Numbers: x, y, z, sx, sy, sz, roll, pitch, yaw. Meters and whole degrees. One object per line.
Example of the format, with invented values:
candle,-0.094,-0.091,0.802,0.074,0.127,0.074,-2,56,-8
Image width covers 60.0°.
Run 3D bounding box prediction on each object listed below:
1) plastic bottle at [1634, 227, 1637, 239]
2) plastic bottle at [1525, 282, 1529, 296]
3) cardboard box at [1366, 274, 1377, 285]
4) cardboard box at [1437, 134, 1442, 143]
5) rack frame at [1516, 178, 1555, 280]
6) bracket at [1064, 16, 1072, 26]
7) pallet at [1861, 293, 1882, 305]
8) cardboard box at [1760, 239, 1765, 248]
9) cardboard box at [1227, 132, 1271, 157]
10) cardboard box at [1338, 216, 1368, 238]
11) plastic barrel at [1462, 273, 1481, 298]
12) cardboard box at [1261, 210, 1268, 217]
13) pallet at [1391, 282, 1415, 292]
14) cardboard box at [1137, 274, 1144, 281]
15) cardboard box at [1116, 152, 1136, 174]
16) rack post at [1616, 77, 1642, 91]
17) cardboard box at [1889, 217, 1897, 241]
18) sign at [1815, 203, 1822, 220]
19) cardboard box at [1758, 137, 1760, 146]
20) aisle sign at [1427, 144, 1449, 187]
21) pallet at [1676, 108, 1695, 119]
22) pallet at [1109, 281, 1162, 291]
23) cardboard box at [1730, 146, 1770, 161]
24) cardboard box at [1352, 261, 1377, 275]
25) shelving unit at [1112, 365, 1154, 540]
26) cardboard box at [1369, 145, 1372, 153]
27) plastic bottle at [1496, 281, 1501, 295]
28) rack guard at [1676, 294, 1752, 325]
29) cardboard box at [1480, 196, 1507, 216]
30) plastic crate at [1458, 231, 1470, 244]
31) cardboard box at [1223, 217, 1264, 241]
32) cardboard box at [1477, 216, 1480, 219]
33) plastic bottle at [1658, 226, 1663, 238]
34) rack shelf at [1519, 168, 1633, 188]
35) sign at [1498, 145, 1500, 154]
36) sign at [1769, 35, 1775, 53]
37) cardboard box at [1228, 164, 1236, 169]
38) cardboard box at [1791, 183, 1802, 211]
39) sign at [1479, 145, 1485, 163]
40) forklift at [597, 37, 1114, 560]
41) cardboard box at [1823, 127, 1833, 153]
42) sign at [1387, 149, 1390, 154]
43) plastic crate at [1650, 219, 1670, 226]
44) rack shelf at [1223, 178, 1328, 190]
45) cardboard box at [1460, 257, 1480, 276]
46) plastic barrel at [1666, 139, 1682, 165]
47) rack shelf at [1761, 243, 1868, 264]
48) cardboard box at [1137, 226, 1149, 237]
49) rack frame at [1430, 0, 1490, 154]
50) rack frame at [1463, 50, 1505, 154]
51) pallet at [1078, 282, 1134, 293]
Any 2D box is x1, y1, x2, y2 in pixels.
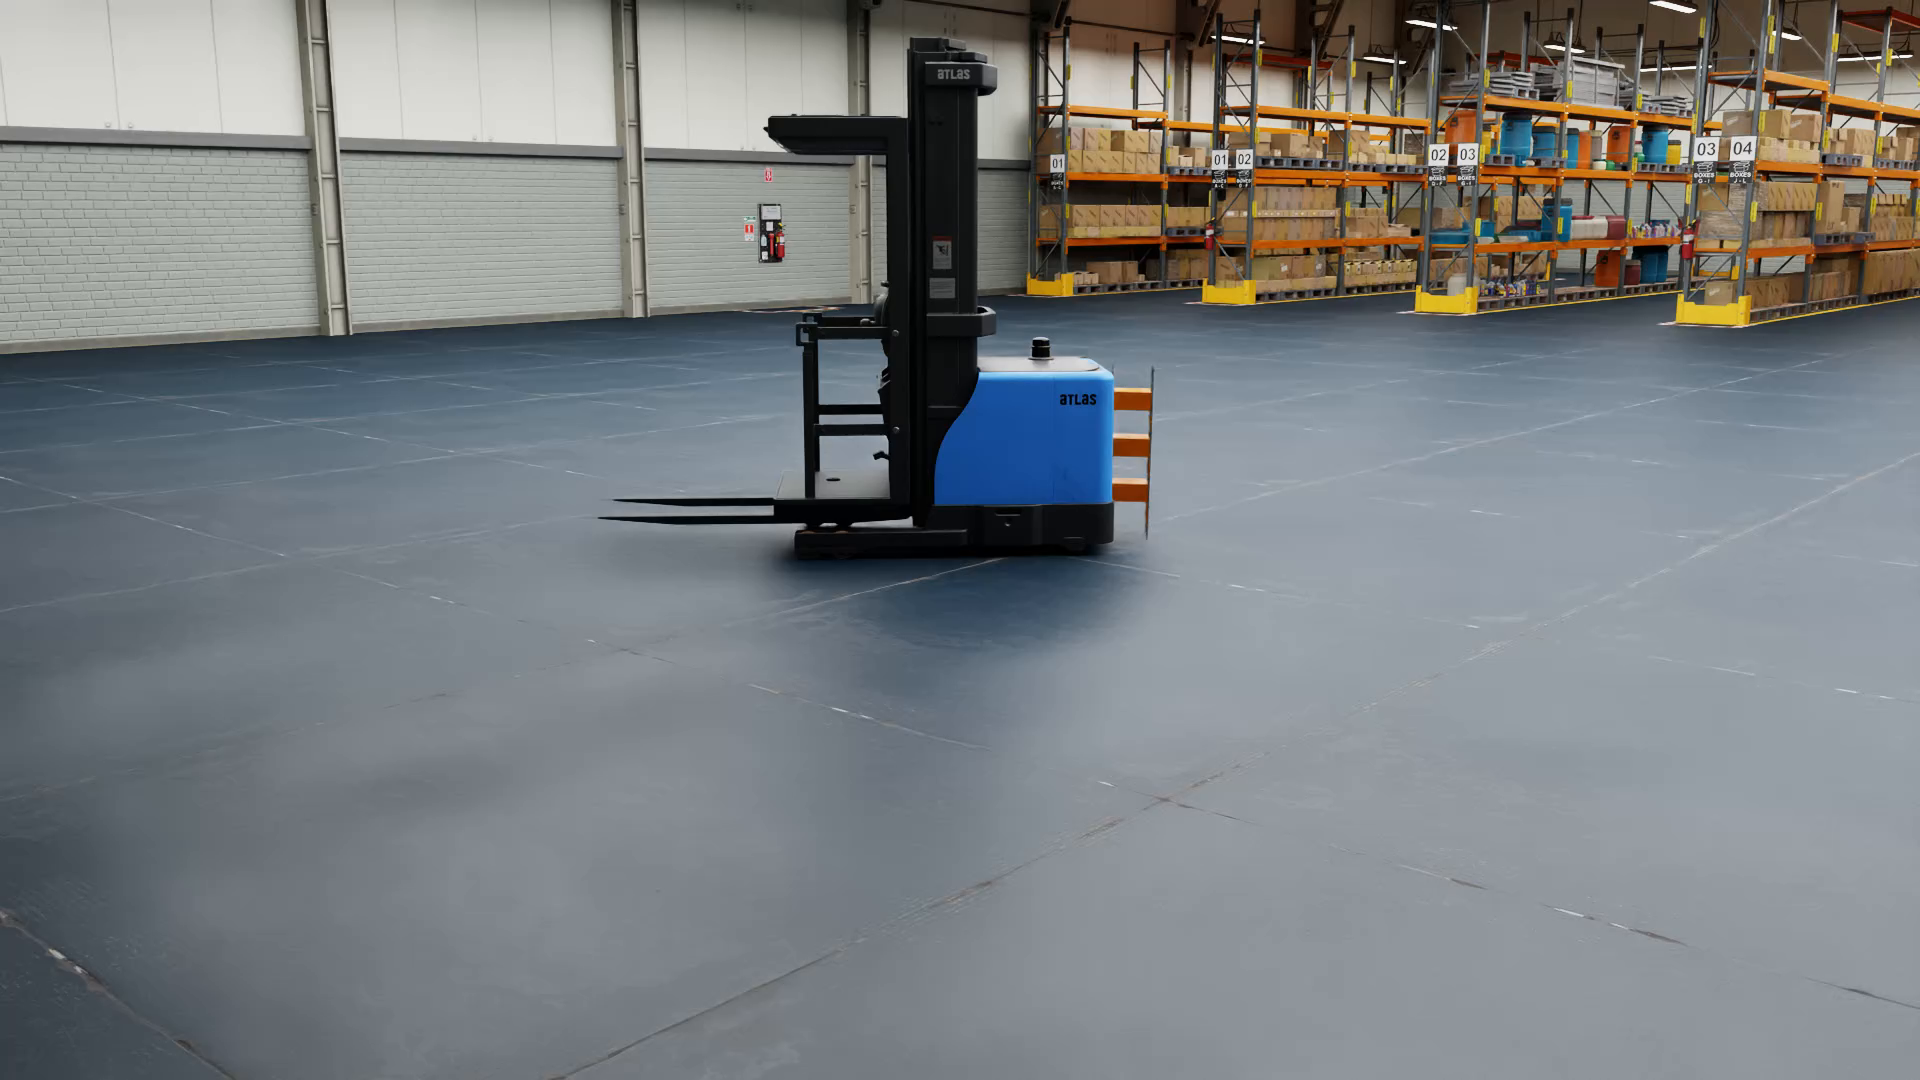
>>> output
plastic bottle,15.610,-7.127,38.550,0.152,0.276,0.135,10,15,40
plastic bottle,11.724,-5.203,34.415,0.133,0.283,0.061,-11,16,-44
cardboard box,9.548,-6.186,39.475,0.500,0.250,0.500,9,15,39
cardboard box,11.687,-9.887,41.588,0.500,0.500,0.500,10,15,40
rack frame,16.339,-8.915,47.190,1.000,3.000,0.127,10,15,40
bracket,2.406,-12.138,38.819,0.235,0.232,0.430,10,15,40
pallet,19.074,-5.196,35.687,1.003,0.211,1.213,10,15,40
cardboard box,14.088,-5.277,29.613,0.380,0.149,0.250,10,15,40
cardboard box,6.160,-8.442,35.466,0.637,0.503,0.797,-11,16,-44
cardboard box,9.284,-7.387,39.284,0.500,0.500,0.500,-11,16,-43
plastic barrel,10.203,-5.087,33.301,0.421,0.512,0.421,0,11,0
cardboard box,6.370,-6.998,35.677,0.380,0.149,0.250,9,15,39
pallet,10.485,-6.255,40.989,1.003,0.211,1.213,10,15,40
cardboard box,4.363,-6.534,41.375,0.380,0.166,0.250,7,14,33
cardboard box,3.866,-9.054,39.920,0.500,0.500,0.500,9,14,38
rack post,15.217,-10.420,38.087,0.624,0.289,0.986,10,15,40
cardboard box,20.028,-6.768,36.182,0.500,0.500,0.500,10,15,41
sign,16.269,-6.224,31.505,0.100,0.325,0.005,10,15,40
cardboard box,13.571,-6.884,28.724,0.380,0.149,0.250,10,15,40
aisle sign,9.225,-7.223,32.080,0.394,0.787,0.004,10,15,40
pallet,16.894,-10.213,39.875,1.003,0.211,1.213,10,15,40
pallet,4.277,-6.319,41.310,1.003,0.211,1.213,10,15,40
cardboard box,13.728,-6.715,28.897,0.500,0.250,0.500,10,15,42
cardboard box,9.553,-6.460,39.414,0.500,0.311,0.500,9,14,38
shelving unit,1.042,-0.537,10.209,0.252,1.050,0.215,2,12,5
cardboard box,11.660,-11.282,48.523,0.500,0.500,0.500,9,14,38
plastic bottle,11.286,-5.285,34.855,0.097,0.271,0.097,0,11,0
rack guard,13.266,-4.065,29.290,1.175,0.500,0.348,10,15,40
cardboard box,14.221,-8.899,44.301,0.500,0.500,0.500,10,15,42
plastic crate,10.034,-6.055,33.247,0.499,0.251,0.408,10,15,40
cardboard box,6.095,-6.677,35.730,0.700,0.500,0.500,10,15,40
cardboard box,13.836,-8.483,44.768,0.500,0.500,0.500,10,15,41
plastic bottle,16.736,-7.378,39.807,0.152,0.276,0.135,10,15,40
rack shelf,13.456,-7.921,36.391,1.077,0.370,4.000,10,15,40
sign,14.118,-10.173,43.504,0.100,0.325,0.005,10,15,40
sign,15.436,-9.417,31.596,0.100,0.325,0.005,10,15,40
cardboard box,7.062,-9.675,43.509,0.500,0.311,0.500,10,15,40
cardboard box,15.106,-6.305,30.552,0.500,0.500,0.500,10,15,40
sign,9.906,-7.324,31.541,0.100,0.325,0.005,10,15,40
forklift,-0.628,-1.431,9.891,3.031,2.935,1.130,-1,11,-3
cardboard box,16.241,-7.652,31.872,0.797,0.503,0.637,9,14,38
sign,10.652,-9.533,41.305,0.100,0.325,0.005,10,15,40
plastic crate,17.469,-7.820,41.595,0.392,0.384,0.575,10,15,40
rack shelf,8.655,-9.791,45.751,1.077,0.370,4.000,10,15,40
cardboard box,13.255,-7.136,43.538,0.500,0.500,0.500,10,15,41
plastic barrel,16.967,-9.295,39.877,0.600,0.588,0.600,0,11,0
rack shelf,17.177,-5.810,33.479,1.077,0.370,4.000,10,15,40
cardboard box,4.274,-7.545,40.660,0.500,0.250,0.500,10,15,41
rack frame,9.495,-8.862,31.607,1.000,3.000,0.127,10,15,40
rack frame,13.698,-11.269,43.656,1.000,3.000,0.127,10,15,40
pallet,3.472,-6.139,40.407,1.003,0.211,1.213,10,15,40
